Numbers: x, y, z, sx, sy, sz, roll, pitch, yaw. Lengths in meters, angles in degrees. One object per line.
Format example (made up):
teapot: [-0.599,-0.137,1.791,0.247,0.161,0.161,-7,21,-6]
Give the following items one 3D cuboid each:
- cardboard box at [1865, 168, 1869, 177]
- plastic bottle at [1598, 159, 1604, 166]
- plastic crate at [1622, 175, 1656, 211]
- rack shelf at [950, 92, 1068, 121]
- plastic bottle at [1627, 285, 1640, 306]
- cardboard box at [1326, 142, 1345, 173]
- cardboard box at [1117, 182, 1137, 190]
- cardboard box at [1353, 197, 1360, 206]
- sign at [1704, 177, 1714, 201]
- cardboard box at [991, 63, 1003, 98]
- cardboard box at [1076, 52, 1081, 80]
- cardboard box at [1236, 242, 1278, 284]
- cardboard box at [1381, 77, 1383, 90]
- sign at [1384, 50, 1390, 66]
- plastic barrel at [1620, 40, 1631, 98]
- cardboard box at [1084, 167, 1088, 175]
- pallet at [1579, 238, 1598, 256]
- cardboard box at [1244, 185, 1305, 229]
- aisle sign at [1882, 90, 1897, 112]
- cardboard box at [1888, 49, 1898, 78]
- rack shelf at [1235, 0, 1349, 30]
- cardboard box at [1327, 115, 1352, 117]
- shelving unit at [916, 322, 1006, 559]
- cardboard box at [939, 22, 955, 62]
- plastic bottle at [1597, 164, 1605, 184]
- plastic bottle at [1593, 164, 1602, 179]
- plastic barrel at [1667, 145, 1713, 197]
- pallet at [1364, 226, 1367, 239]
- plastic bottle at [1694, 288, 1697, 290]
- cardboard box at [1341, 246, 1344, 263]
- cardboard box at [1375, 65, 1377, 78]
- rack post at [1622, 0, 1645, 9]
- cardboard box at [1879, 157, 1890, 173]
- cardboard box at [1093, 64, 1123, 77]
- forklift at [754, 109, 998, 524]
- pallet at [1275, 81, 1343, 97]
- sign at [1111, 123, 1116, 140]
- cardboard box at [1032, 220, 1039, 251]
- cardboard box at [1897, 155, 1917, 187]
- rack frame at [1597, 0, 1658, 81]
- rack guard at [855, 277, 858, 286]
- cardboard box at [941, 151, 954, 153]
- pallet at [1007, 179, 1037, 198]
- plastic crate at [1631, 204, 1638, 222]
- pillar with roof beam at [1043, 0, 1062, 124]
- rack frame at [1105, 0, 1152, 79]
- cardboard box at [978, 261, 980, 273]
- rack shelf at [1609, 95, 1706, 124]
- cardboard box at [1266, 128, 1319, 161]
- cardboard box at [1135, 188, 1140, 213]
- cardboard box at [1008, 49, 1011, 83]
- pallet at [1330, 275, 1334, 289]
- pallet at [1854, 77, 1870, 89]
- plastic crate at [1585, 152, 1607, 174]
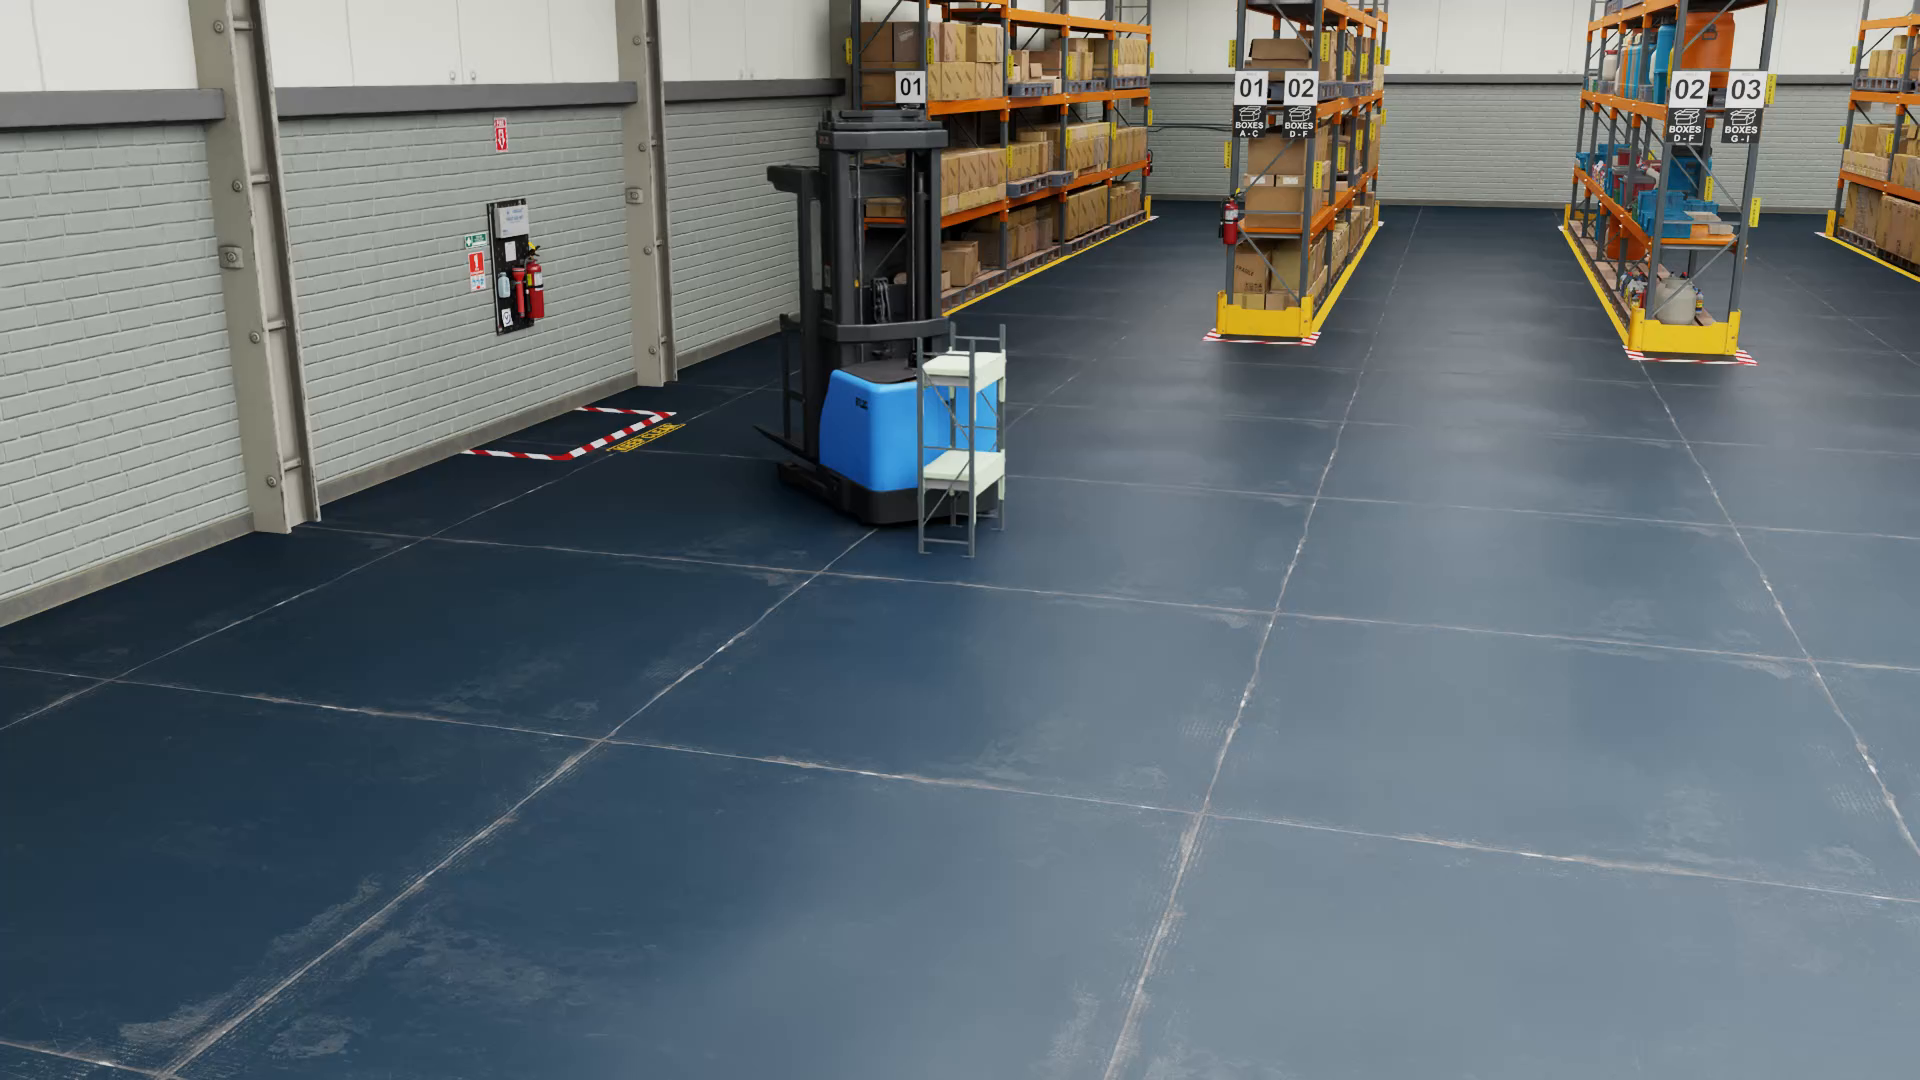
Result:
cardboard box: [16.890,-6.749,30.588,0.380,0.149,0.250,4,16,15]
plastic bottle: [11.582,-6.712,30.085,0.144,0.351,0.185,5,16,16]
plastic crate: [9.575,-4.901,23.494,0.402,0.464,0.583,5,16,16]
rack shelf: [0.801,-7.108,27.215,1.077,0.370,4.000,5,16,16]
plastic bottle: [8.833,-3.189,21.762,0.152,0.276,0.135,4,16,14]
cardboard box: [6.190,-6.575,28.561,0.700,0.500,0.500,-1,16,-3]
cardboard box: [3.606,-7.634,35.868,0.380,0.149,0.250,5,17,17]
cardboard box: [7.785,-6.701,33.724,0.797,0.503,0.637,5,16,16]
sign: [10.255,-4.807,22.774,0.100,0.325,0.005,5,16,16]
cardboard box: [0.325,-6.837,24.720,0.500,0.500,0.500,5,17,17]
cardboard box: [1.850,-8.785,30.820,0.700,0.500,0.500,5,16,16]
cardboard box: [3.983,-3.725,22.359,0.500,0.500,0.500,5,16,16]
cardboard box: [8.500,-9.460,34.464,0.500,0.250,0.500,5,16,16]
sign: [8.919,-10.065,34.699,0.100,0.325,0.005,5,16,16]
plastic barrel: [10.240,-7.047,24.893,0.600,0.830,0.708,5,16,16]
cardboard box: [2.191,-6.962,31.301,0.380,0.149,0.250,5,17,18]
pallet: [11.745,-5.273,30.032,1.003,0.211,1.213,5,16,16]
cardboard box: [3.991,-4.228,21.054,0.700,0.500,0.500,5,16,16]
aisle sign: [18.198,-8.721,32.317,0.394,0.787,0.004,5,16,16]
cardboard box: [17.075,-8.520,29.737,0.700,0.500,0.500,6,17,19]
rack shelf: [4.414,-6.929,21.820,1.077,0.370,4.000,5,16,16]
cardboard box: [7.726,-8.410,33.967,0.500,0.500,0.500,5,17,17]
shelving unit: [0.015,-0.707,11.574,0.431,1.500,0.755,5,17,17]
cardboard box: [-0.371,-6.633,22.167,0.500,0.500,0.500,4,16,15]
plastic bottle: [11.074,-6.302,28.642,0.144,0.351,0.185,5,16,16]
plastic bottle: [11.403,-6.566,29.708,0.152,0.276,0.135,5,16,16]
plastic barrel: [10.131,-5.039,23.178,0.600,0.901,0.708,5,16,16]
pallet: [7.452,-6.036,32.723,1.003,0.211,1.213,5,16,16]
plastic bottle: [9.534,-3.138,21.591,0.097,0.271,0.097,0,16,0]
cardboard box: [5.915,-4.608,26.846,0.500,0.250,0.500,5,17,17]
cardboard box: [7.773,-9.048,32.095,0.500,0.250,0.500,5,16,16]
rack post: [10.208,-8.224,23.967,1.013,1.000,3.121,5,16,16]
cardboard box: [16.627,-6.636,29.456,0.500,0.250,0.500,4,16,15]
cardboard box: [2.955,-9.362,33.166,0.500,0.250,0.500,5,16,16]
forklift: [-0.828,-1.878,13.081,1.130,2.935,3.031,-8,18,-26]
pallet: [4.765,-6.280,23.139,1.003,0.211,1.213,5,16,16]
sign: [3.029,-8.060,32.774,0.100,0.325,0.005,5,16,16]
cardboard box: [0.956,-5.226,28.530,0.700,0.500,0.500,5,16,16]
cardboard box: [16.241,-6.244,28.164,0.500,0.500,0.500,5,16,16]
rack frame: [12.004,-9.699,29.533,1.000,3.000,0.127,5,16,16]
rack guard: [-0.883,-3.259,22.403,1.175,0.500,0.348,5,16,16]
cardboard box: [-0.399,-5.415,24.286,0.500,0.500,0.500,5,17,17]
pallet: [0.589,-5.584,26.373,1.003,0.211,1.213,5,16,16]
plastic crate: [9.074,-4.285,21.827,0.450,0.188,0.662,5,16,16]
pillar with roof beam: [6.003,-10.384,31.947,9.100,9.000,0.400,5,16,16]
rack frame: [3.642,-11.514,35.931,1.000,3.000,0.127,5,16,16]
cardboard box: [0.109,-4.194,25.506,0.380,0.166,0.250,2,16,9]
rack shelf: [10.299,-6.340,24.506,1.077,0.370,4.000,5,16,16]
cardboard box: [4.435,-5.267,22.340,0.700,0.500,0.500,5,16,16]
cardboard box: [3.539,-7.436,36.361,0.700,0.500,0.500,5,16,16]
cardboard box: [0.464,-7.318,25.683,0.500,0.500,0.500,7,17,24]
pallet: [5.155,-3.959,25.401,1.003,0.211,1.213,5,16,16]
pallet: [17.689,-8.681,31.603,1.003,0.211,1.213,5,16,16]
plastic crate: [11.810,-6.983,30.870,0.392,0.384,0.575,5,16,16]
